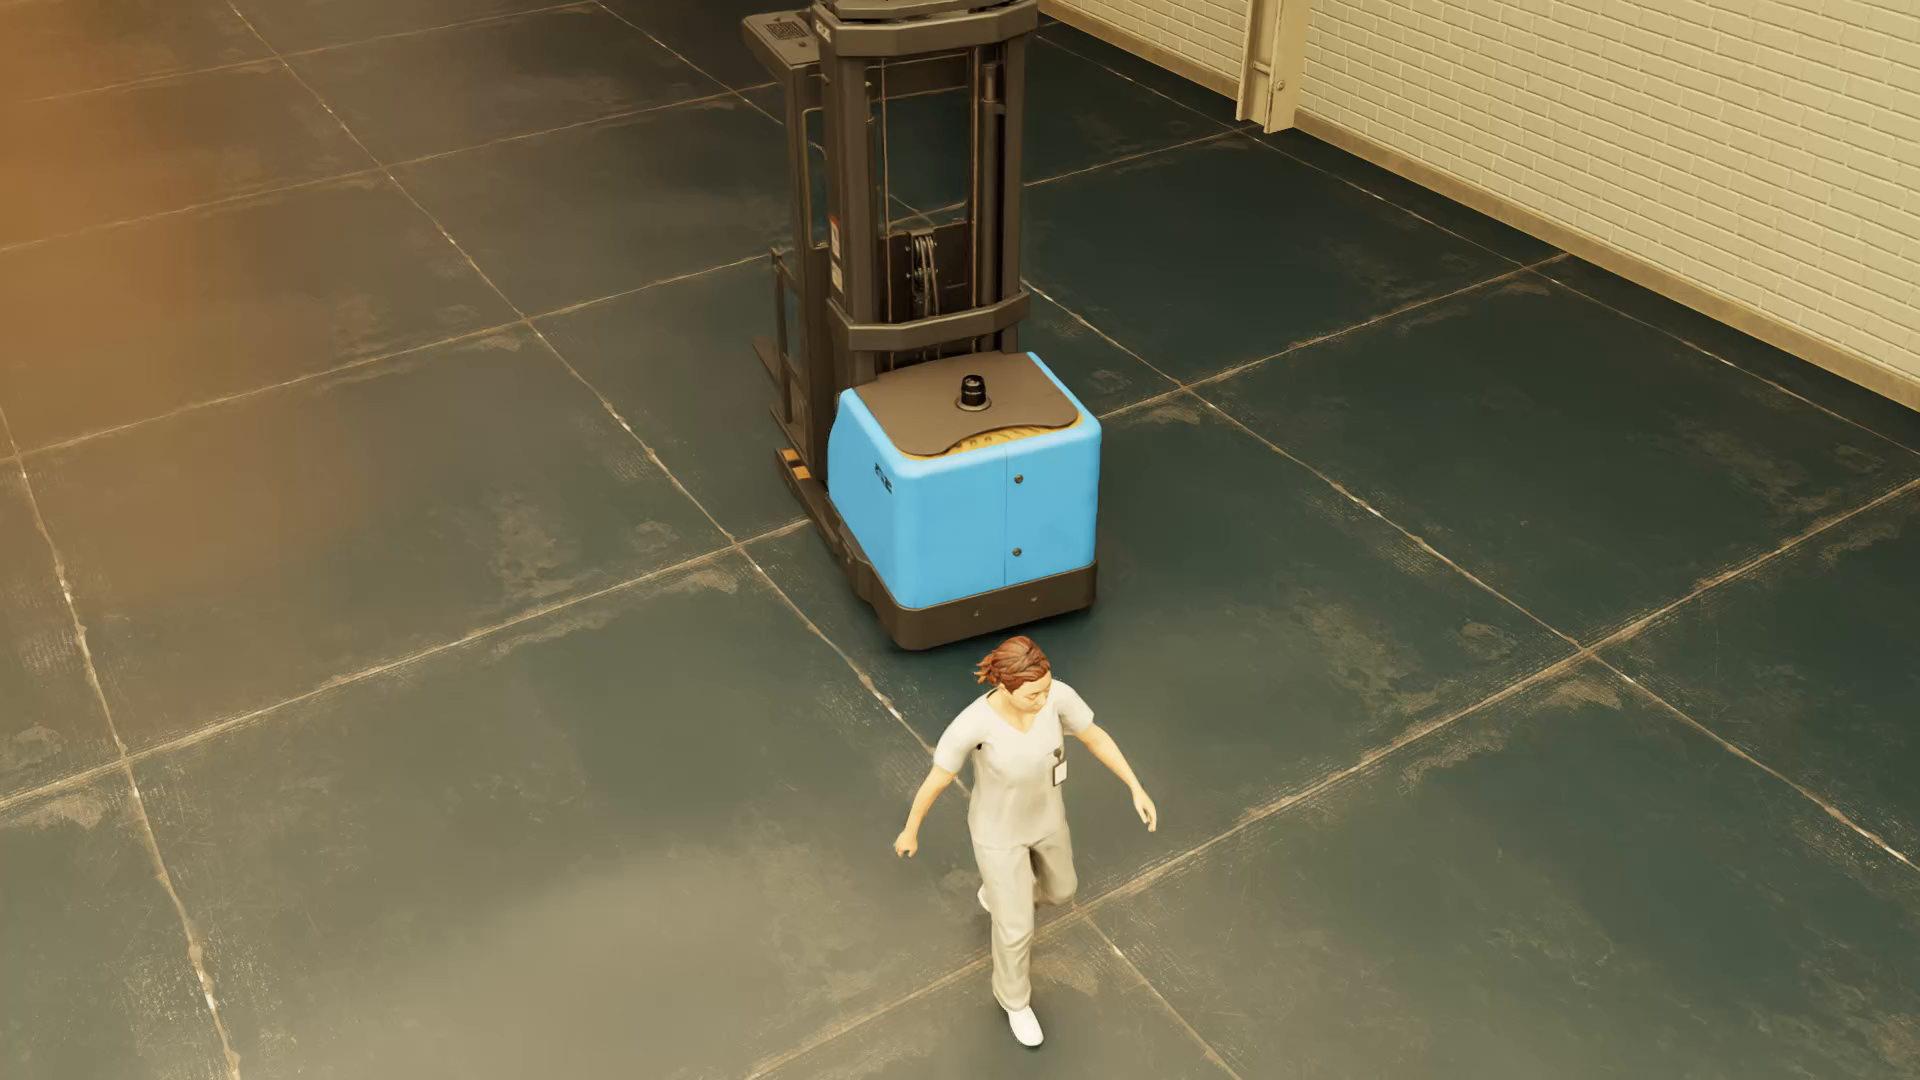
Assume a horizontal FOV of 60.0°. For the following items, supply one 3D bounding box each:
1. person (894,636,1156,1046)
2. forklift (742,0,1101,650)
[{"bbox_3d":[0.187,1.001,5.838,0.780,1.657,0.689,-20,40,-26],"label":"person"},{"bbox_3d":[-0.371,-1.520,8.310,1.130,2.935,3.031,-14,37,-18],"label":"forklift"}]
